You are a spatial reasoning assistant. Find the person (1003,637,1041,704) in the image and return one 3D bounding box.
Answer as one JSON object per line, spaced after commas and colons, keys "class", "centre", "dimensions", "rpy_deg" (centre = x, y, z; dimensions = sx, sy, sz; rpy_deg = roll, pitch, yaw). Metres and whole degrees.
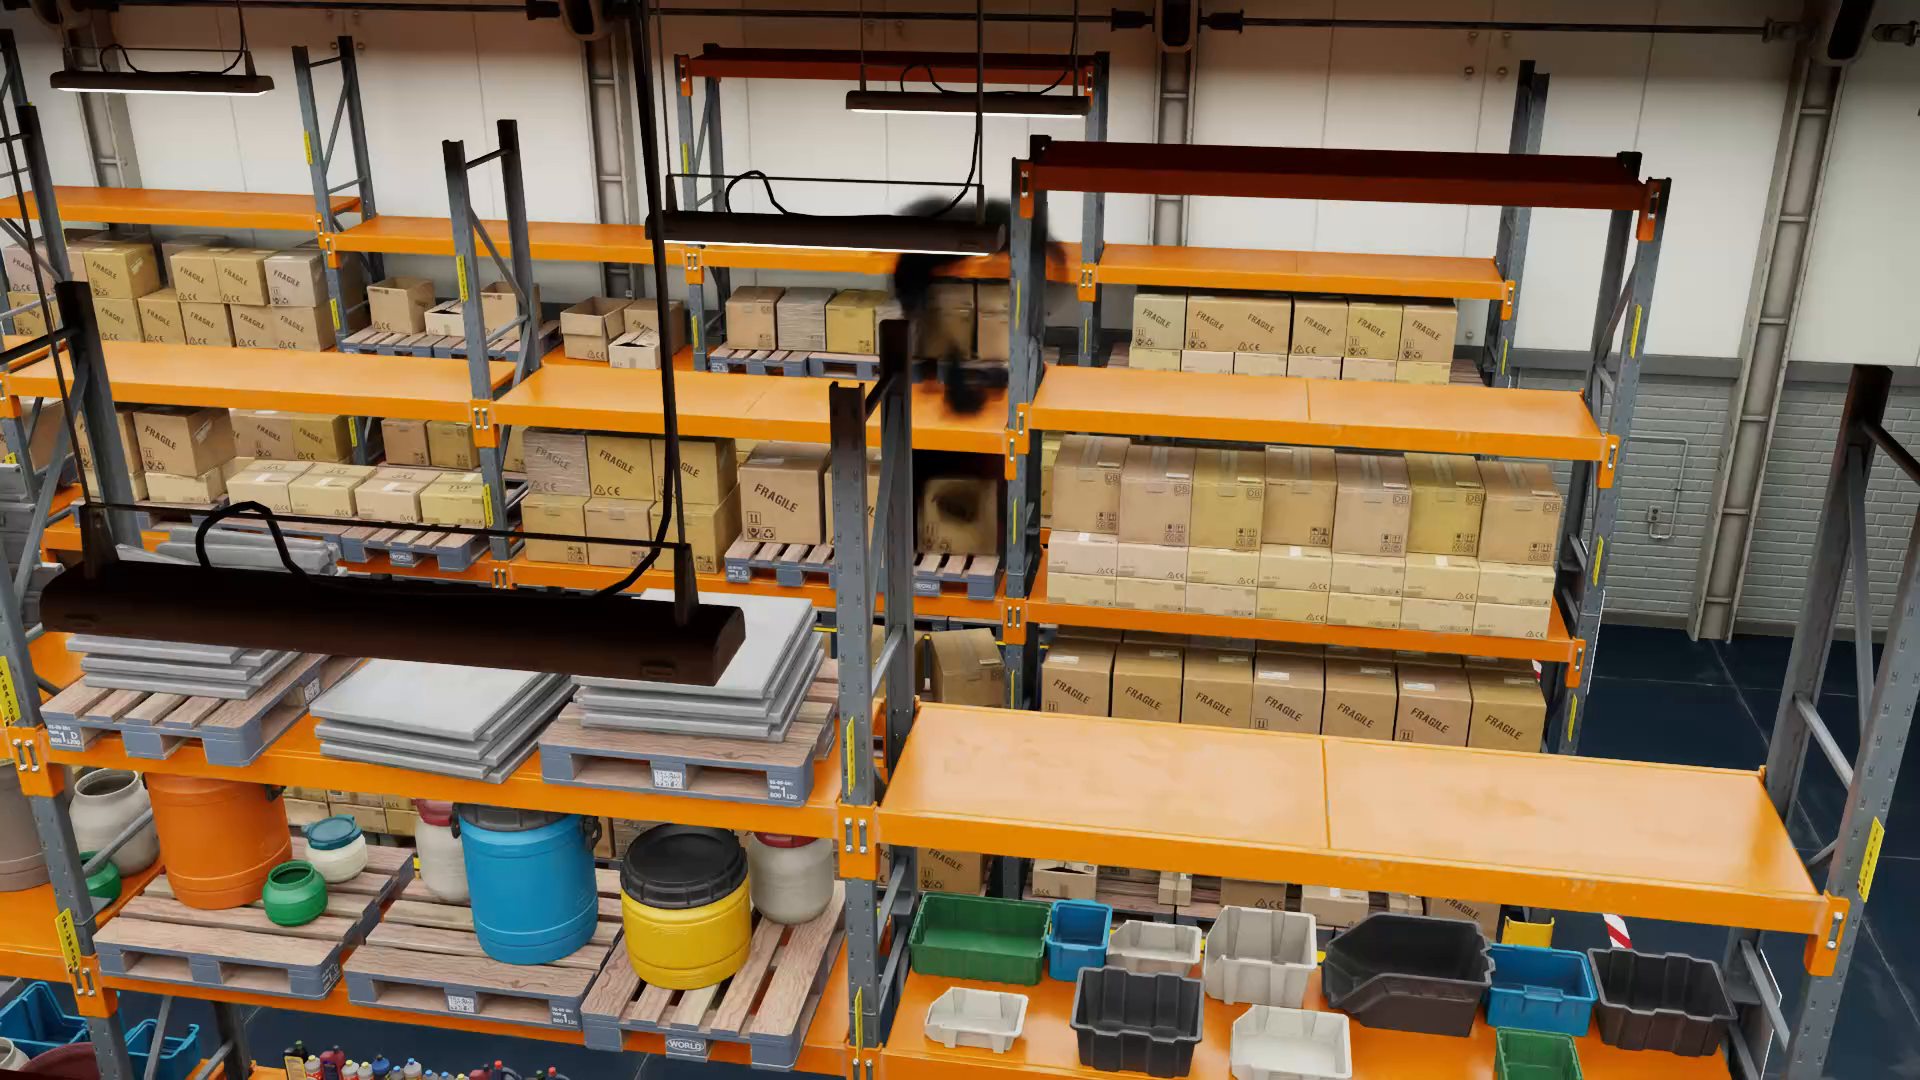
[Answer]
{"class": "person", "centre": [0.597, 1.387, 15.063], "dimensions": [0.561, 1.588, 0.595], "rpy_deg": [4, 23, 8]}
